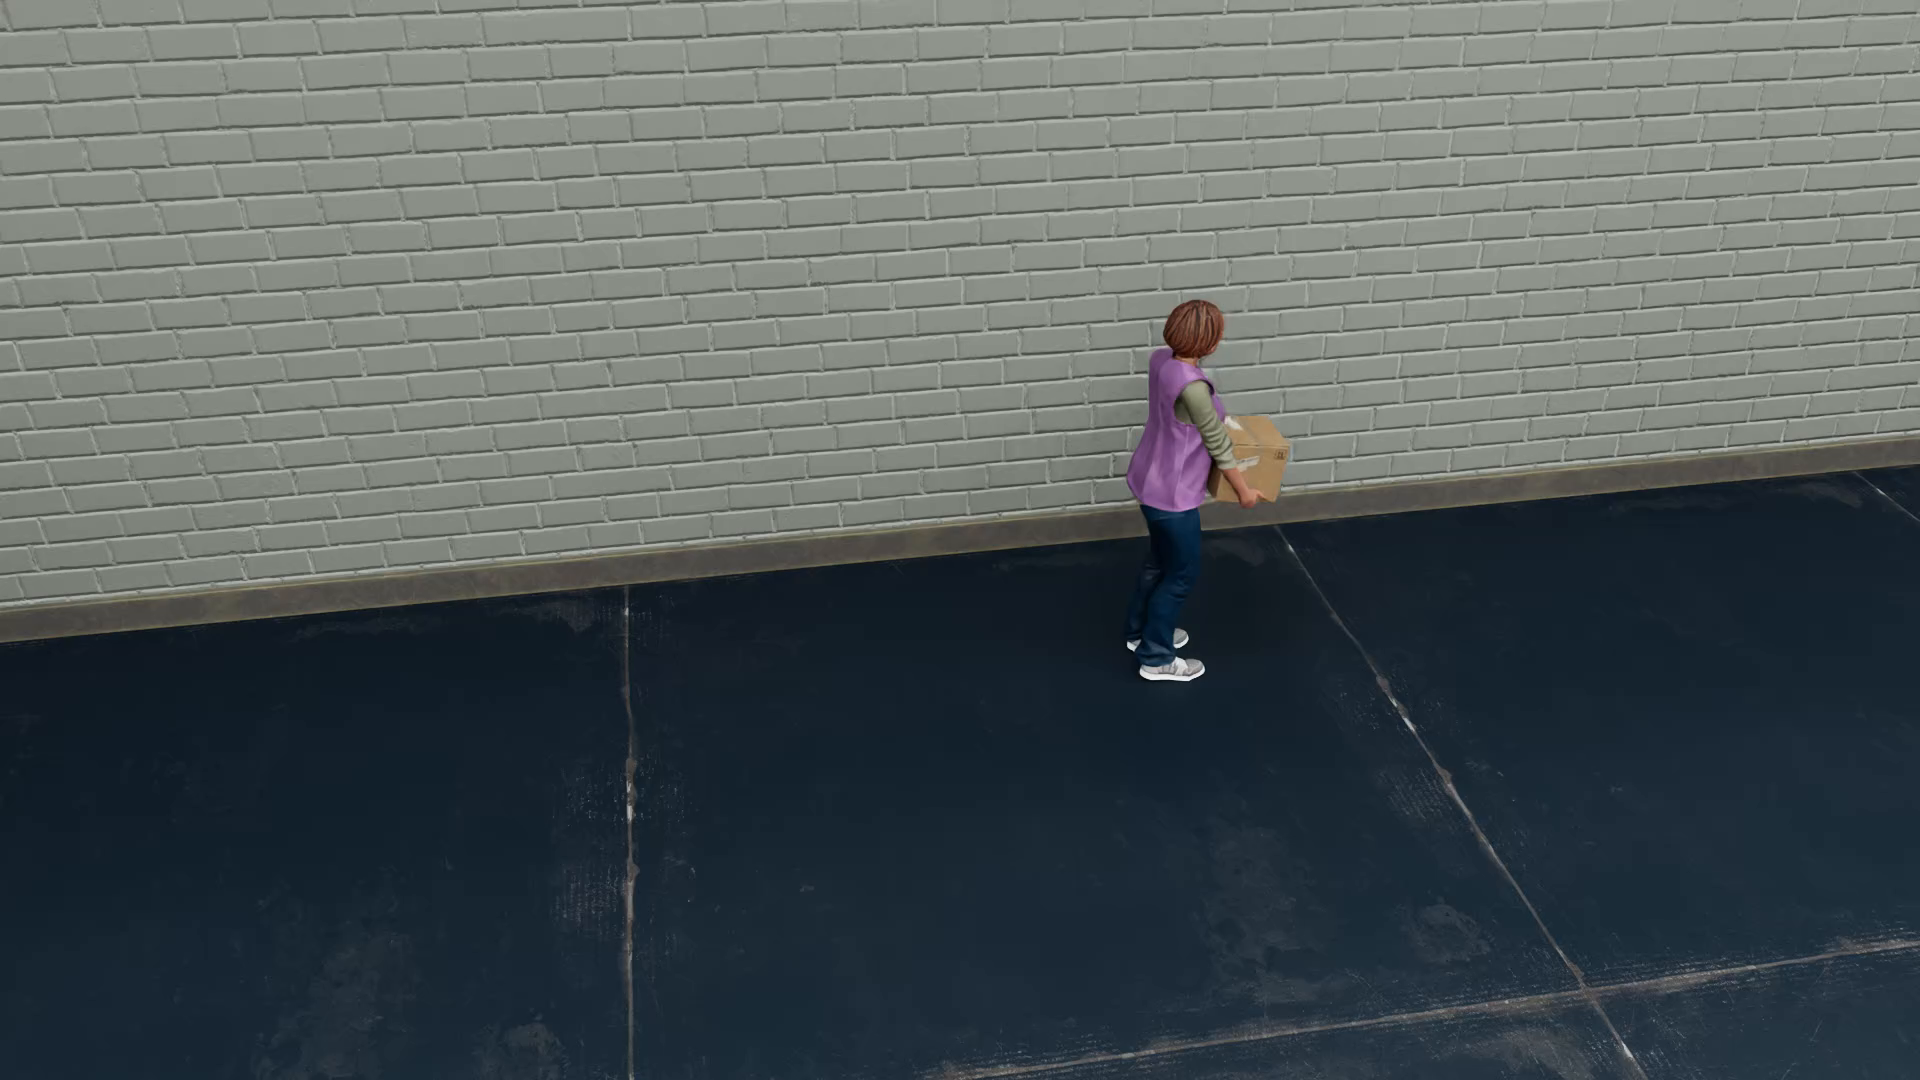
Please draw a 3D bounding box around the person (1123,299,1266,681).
[{"bbox_3d":[0.900,-0.190,6.465,0.507,1.596,0.375,-6,32,-10],"label":"person"}]
